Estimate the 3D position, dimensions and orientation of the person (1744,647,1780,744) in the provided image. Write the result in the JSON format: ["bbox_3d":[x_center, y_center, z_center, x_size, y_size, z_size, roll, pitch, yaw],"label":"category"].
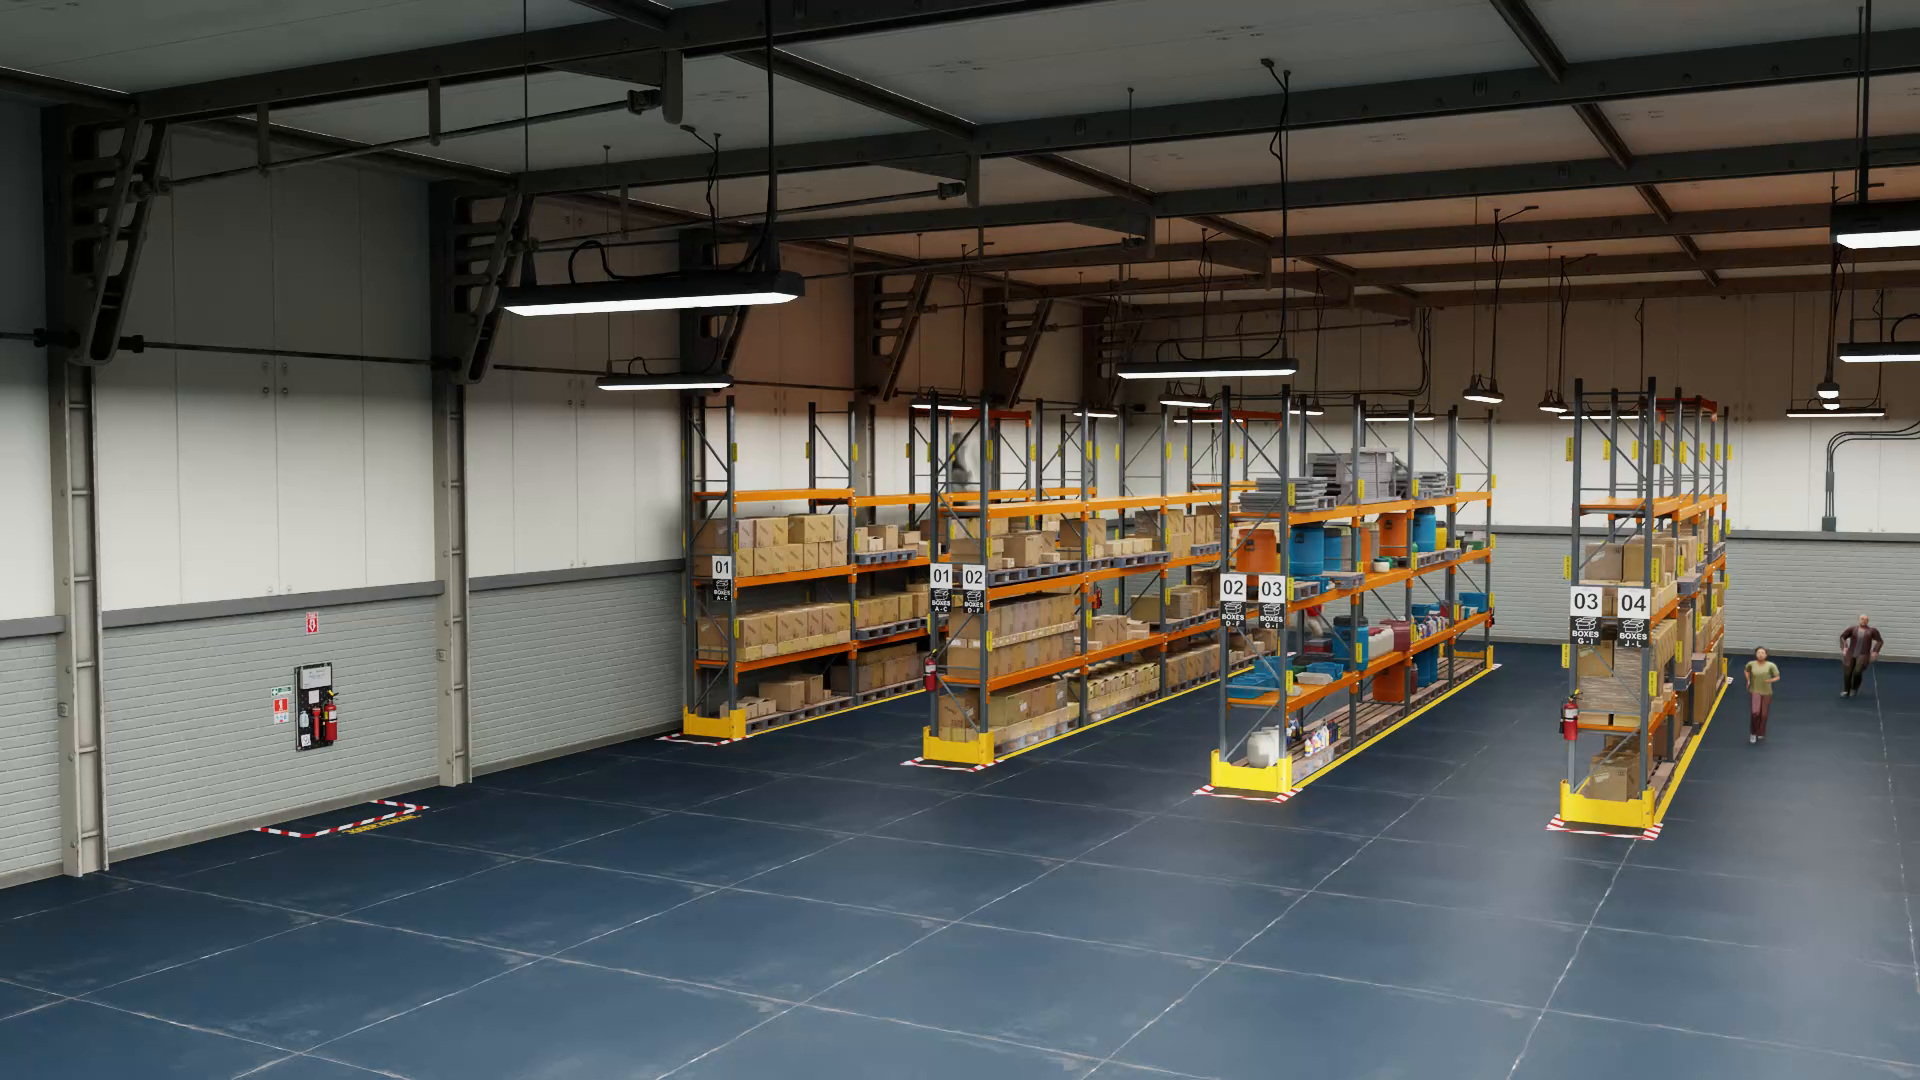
[{"bbox_3d":[13.786,2.666,28.600,0.559,1.682,0.690,1,3,26],"label":"person"}]

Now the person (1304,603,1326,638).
[{"bbox_3d":[8.805,2.013,41.416,0.796,1.736,0.840,-2,3,-30],"label":"person"}]

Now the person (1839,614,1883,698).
[{"bbox_3d":[18.250,2.361,33.750,0.773,1.716,0.613,3,4,40],"label":"person"}]
